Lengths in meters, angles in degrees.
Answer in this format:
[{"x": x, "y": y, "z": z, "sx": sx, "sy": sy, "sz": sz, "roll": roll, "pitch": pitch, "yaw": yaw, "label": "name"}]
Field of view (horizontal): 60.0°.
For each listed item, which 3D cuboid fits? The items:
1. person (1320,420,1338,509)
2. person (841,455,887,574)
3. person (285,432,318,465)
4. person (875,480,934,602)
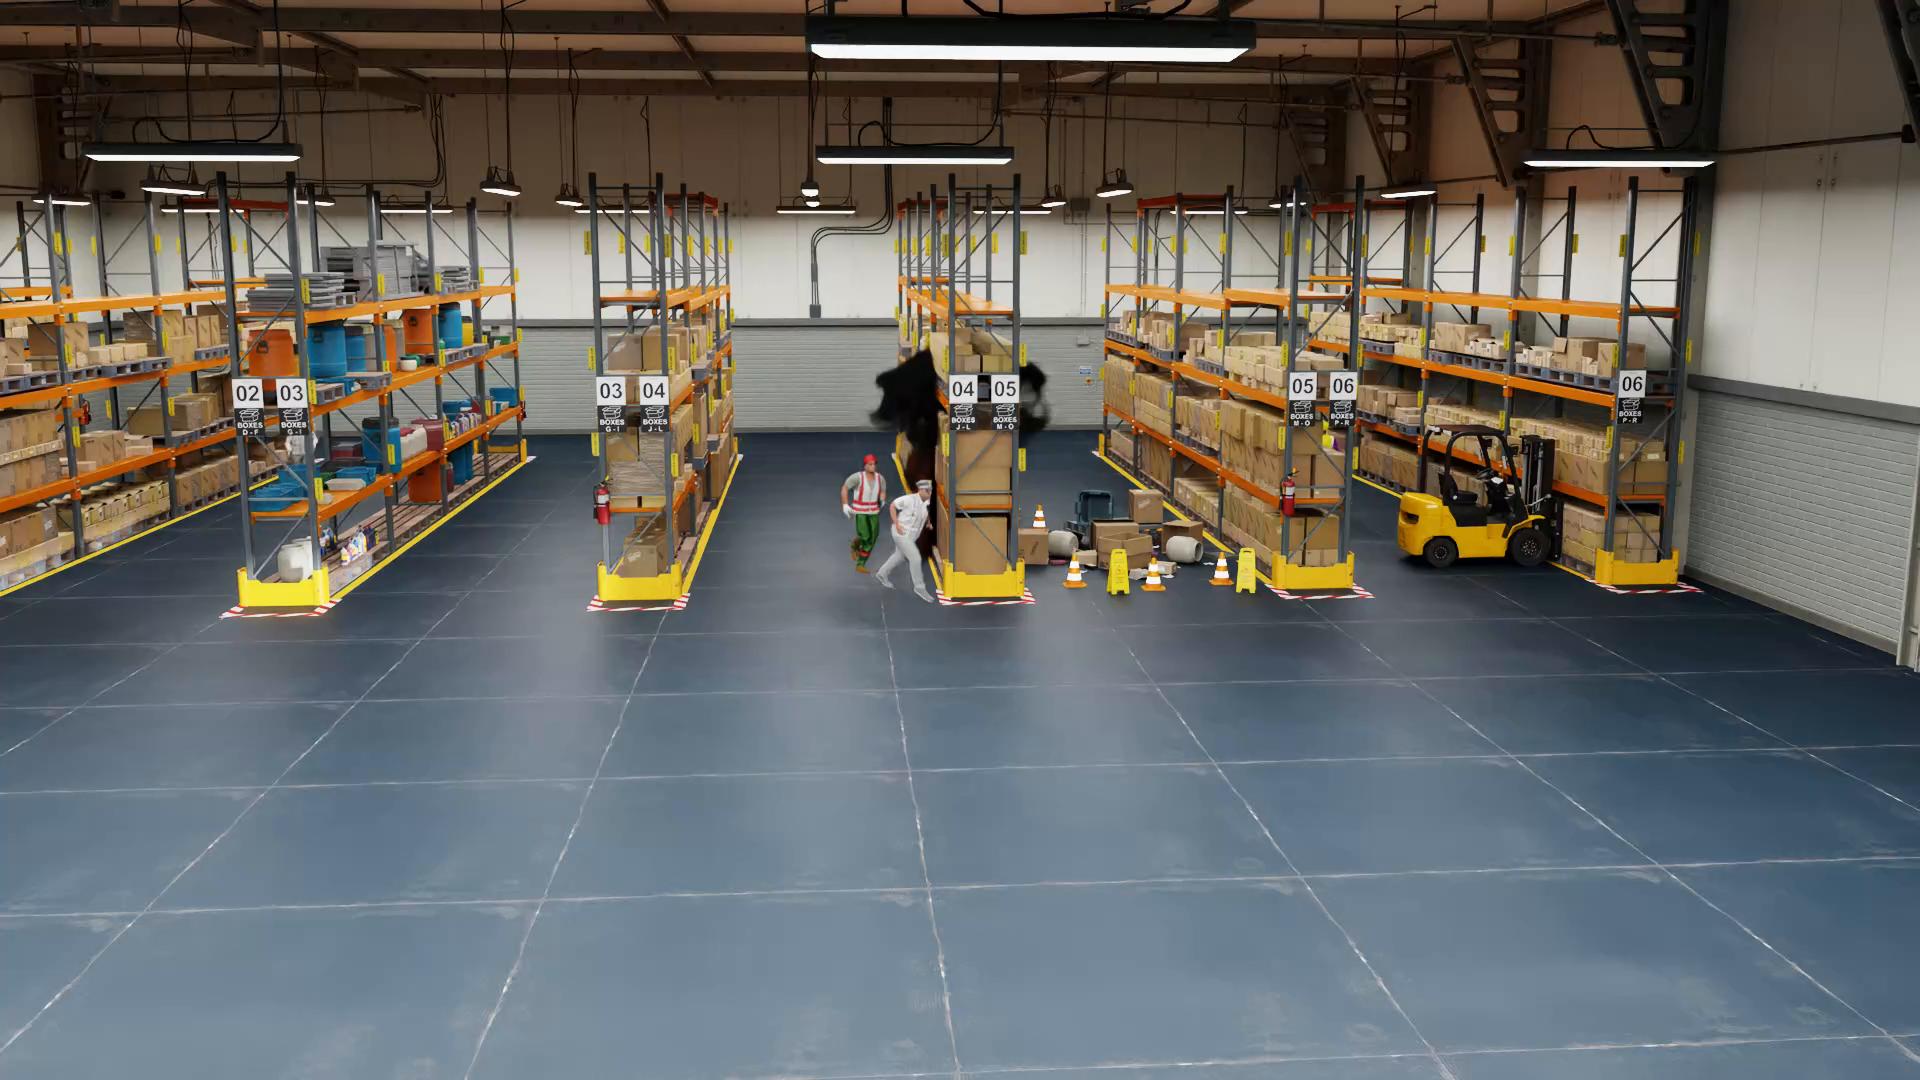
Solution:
[{"x": 6.883, "y": -1.446, "z": 31.911, "sx": 0.692, "sy": 1.720, "sz": 0.591, "roll": -3, "pitch": 10, "yaw": -15, "label": "person"}, {"x": -1.350, "y": -0.372, "z": 24.187, "sx": 0.660, "sy": 1.756, "sz": 0.638, "roll": -5, "pitch": 11, "yaw": -28, "label": "person"}, {"x": -13.391, "y": -1.741, "z": 33.868, "sx": 0.629, "sy": 1.680, "sz": 0.677, "roll": -3, "pitch": 10, "yaw": -15, "label": "person"}, {"x": -0.808, "y": -0.024, "z": 23.419, "sx": 1.018, "sy": 1.729, "sz": 0.705, "roll": 7, "pitch": 12, "yaw": 36, "label": "person"}]
